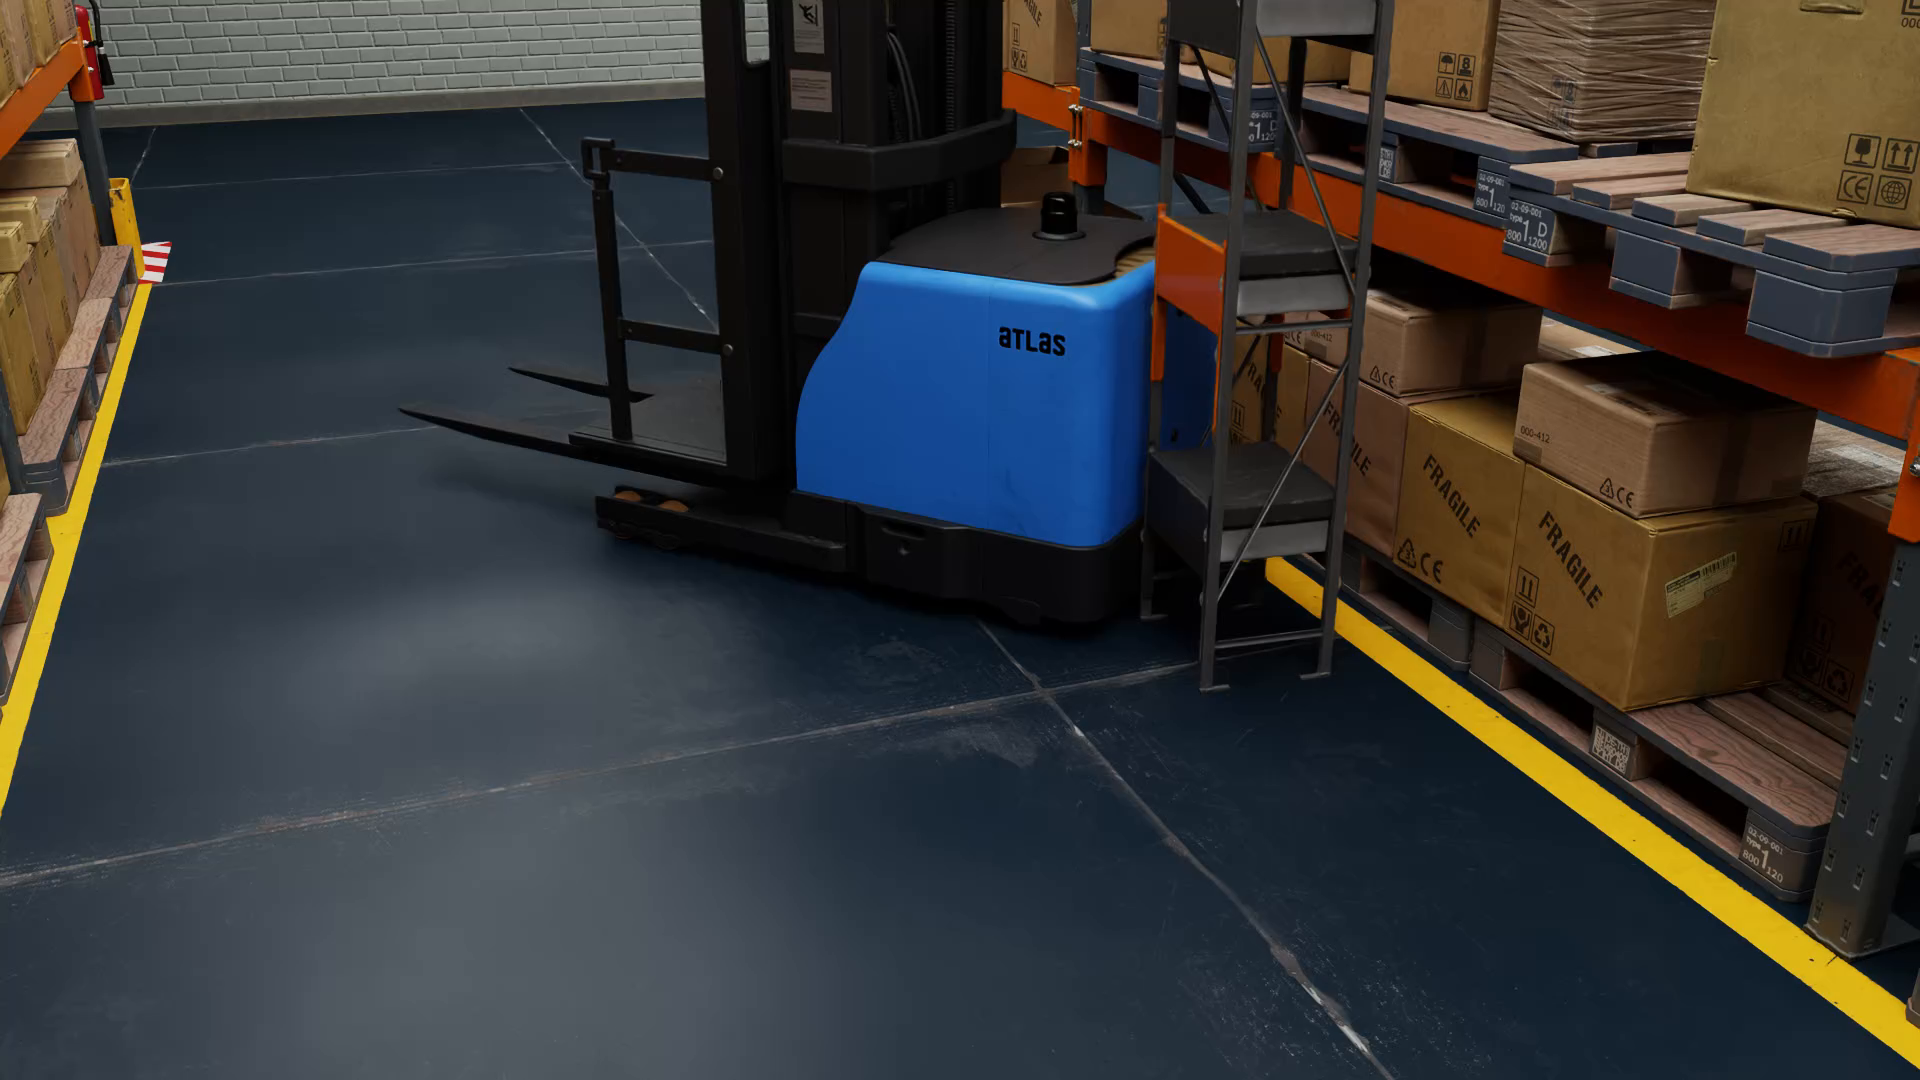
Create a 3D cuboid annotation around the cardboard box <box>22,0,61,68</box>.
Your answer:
[{"bbox_3d":[-4.642,-2.478,7.380,0.980,0.700,0.700,-9,24,-19],"label":"cardboard box"}]

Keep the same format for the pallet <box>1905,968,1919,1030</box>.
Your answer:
[{"bbox_3d":[2.615,1.029,3.037,1.003,0.211,1.213,-8,24,-19],"label":"pallet"}]

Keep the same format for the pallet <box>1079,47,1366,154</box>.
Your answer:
[{"bbox_3d":[1.127,-1.620,5.979,1.003,0.211,1.213,-8,24,-19],"label":"pallet"}]

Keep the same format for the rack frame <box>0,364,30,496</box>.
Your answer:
[{"bbox_3d":[-3.686,-1.333,5.050,1.000,3.000,0.127,-8,24,-19],"label":"rack frame"}]

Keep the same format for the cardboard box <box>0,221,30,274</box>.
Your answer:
[{"bbox_3d":[-3.804,-1.109,6.361,0.380,0.149,0.250,-8,24,-17],"label":"cardboard box"}]

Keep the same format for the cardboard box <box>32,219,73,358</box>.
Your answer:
[{"bbox_3d":[-4.208,-1.030,7.010,0.700,0.500,0.500,-8,24,-18],"label":"cardboard box"}]

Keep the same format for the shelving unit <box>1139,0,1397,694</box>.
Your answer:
[{"bbox_3d":[0.813,-0.646,4.578,0.431,2.100,0.503,-6,24,-13],"label":"shelving unit"}]

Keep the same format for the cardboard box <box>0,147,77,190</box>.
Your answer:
[{"bbox_3d":[-4.451,-1.772,7.934,0.380,0.149,0.250,-8,24,-18],"label":"cardboard box"}]

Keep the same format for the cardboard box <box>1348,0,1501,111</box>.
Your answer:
[{"bbox_3d":[1.629,-1.620,5.062,0.700,0.500,0.500,-15,27,-32],"label":"cardboard box"}]

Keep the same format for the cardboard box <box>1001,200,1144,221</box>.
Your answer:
[{"bbox_3d":[0.481,-1.233,7.465,0.500,0.500,0.500,-8,24,-19],"label":"cardboard box"}]

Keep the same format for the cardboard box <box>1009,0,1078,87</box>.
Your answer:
[{"bbox_3d":[0.531,-2.206,6.994,0.500,0.500,0.500,-8,24,-18],"label":"cardboard box"}]

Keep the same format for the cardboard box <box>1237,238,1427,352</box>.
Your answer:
[{"bbox_3d":[1.243,-0.838,5.562,0.500,0.250,0.500,-8,24,-19],"label":"cardboard box"}]

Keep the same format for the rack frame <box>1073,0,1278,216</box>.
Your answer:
[{"bbox_3d":[0.947,-2.014,6.666,1.000,3.000,0.127,-8,24,-19],"label":"rack frame"}]

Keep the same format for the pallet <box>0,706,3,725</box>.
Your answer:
[{"bbox_3d":[-2.908,0.666,3.898,1.003,0.211,1.213,-8,24,-19],"label":"pallet"}]

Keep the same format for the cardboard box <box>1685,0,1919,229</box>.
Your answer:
[{"bbox_3d":[2.032,-1.013,3.623,0.700,0.500,0.500,-18,29,-36],"label":"cardboard box"}]

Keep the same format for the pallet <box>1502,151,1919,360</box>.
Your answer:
[{"bbox_3d":[2.055,-0.709,3.817,1.213,0.211,1.003,-8,24,-19],"label":"pallet"}]

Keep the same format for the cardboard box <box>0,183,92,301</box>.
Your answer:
[{"bbox_3d":[-4.581,-1.406,7.900,0.700,0.500,0.500,-8,24,-19],"label":"cardboard box"}]

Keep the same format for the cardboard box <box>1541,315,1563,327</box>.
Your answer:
[{"bbox_3d":[1.733,-0.562,5.873,0.500,0.500,0.500,-8,24,-18],"label":"cardboard box"}]

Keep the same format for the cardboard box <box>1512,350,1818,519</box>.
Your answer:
[{"bbox_3d":[1.786,-0.284,4.249,0.500,0.250,0.500,-7,24,-17],"label":"cardboard box"}]

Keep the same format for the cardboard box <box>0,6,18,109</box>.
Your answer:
[{"bbox_3d":[-4.115,-1.936,6.096,0.980,0.700,0.700,-9,24,-20],"label":"cardboard box"}]

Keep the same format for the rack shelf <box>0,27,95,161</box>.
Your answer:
[{"bbox_3d":[-4.392,-1.728,6.914,1.077,0.370,4.000,-8,24,-19],"label":"rack shelf"}]

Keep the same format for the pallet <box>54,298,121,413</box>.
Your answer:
[{"bbox_3d":[-4.316,-0.779,7.326,1.003,0.211,1.213,-8,24,-19],"label":"pallet"}]

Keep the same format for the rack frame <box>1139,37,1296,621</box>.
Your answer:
[{"bbox_3d":[0.751,-0.737,4.796,0.400,2.100,0.015,-6,24,-13],"label":"rack frame"}]

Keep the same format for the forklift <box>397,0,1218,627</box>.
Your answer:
[{"bbox_3d":[-0.674,-1.482,5.493,3.031,2.935,1.130,12,26,26],"label":"forklift"}]

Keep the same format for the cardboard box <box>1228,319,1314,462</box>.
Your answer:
[{"bbox_3d":[1.259,-0.481,5.680,0.500,0.500,0.500,-8,24,-18],"label":"cardboard box"}]

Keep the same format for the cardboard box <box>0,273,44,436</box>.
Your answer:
[{"bbox_3d":[-3.854,-0.660,6.132,0.700,0.500,0.500,-8,24,-18],"label":"cardboard box"}]

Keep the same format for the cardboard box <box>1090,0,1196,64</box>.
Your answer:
[{"bbox_3d":[0.905,-2.051,6.084,0.700,0.500,0.500,-18,29,-36],"label":"cardboard box"}]

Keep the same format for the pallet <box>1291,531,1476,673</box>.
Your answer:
[{"bbox_3d":[1.705,0.005,5.465,1.003,0.211,1.213,-8,24,-19],"label":"pallet"}]

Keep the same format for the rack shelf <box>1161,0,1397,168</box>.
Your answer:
[{"bbox_3d":[0.813,-1.278,4.312,0.431,0.518,0.480,-6,24,-13],"label":"rack shelf"}]

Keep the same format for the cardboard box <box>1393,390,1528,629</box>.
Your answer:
[{"bbox_3d":[1.628,-0.107,4.794,0.500,0.500,0.500,-9,25,-21],"label":"cardboard box"}]

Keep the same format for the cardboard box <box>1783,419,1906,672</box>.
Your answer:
[{"bbox_3d":[2.277,-0.005,4.553,0.500,0.500,0.500,-9,25,-21],"label":"cardboard box"}]

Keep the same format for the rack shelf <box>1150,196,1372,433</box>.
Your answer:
[{"bbox_3d":[0.813,-0.633,4.583,0.431,0.518,0.480,-6,24,-13],"label":"rack shelf"}]

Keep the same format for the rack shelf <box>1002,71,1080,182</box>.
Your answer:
[{"bbox_3d":[0.241,-2.409,8.530,1.077,0.370,4.000,-8,24,-19],"label":"rack shelf"}]
